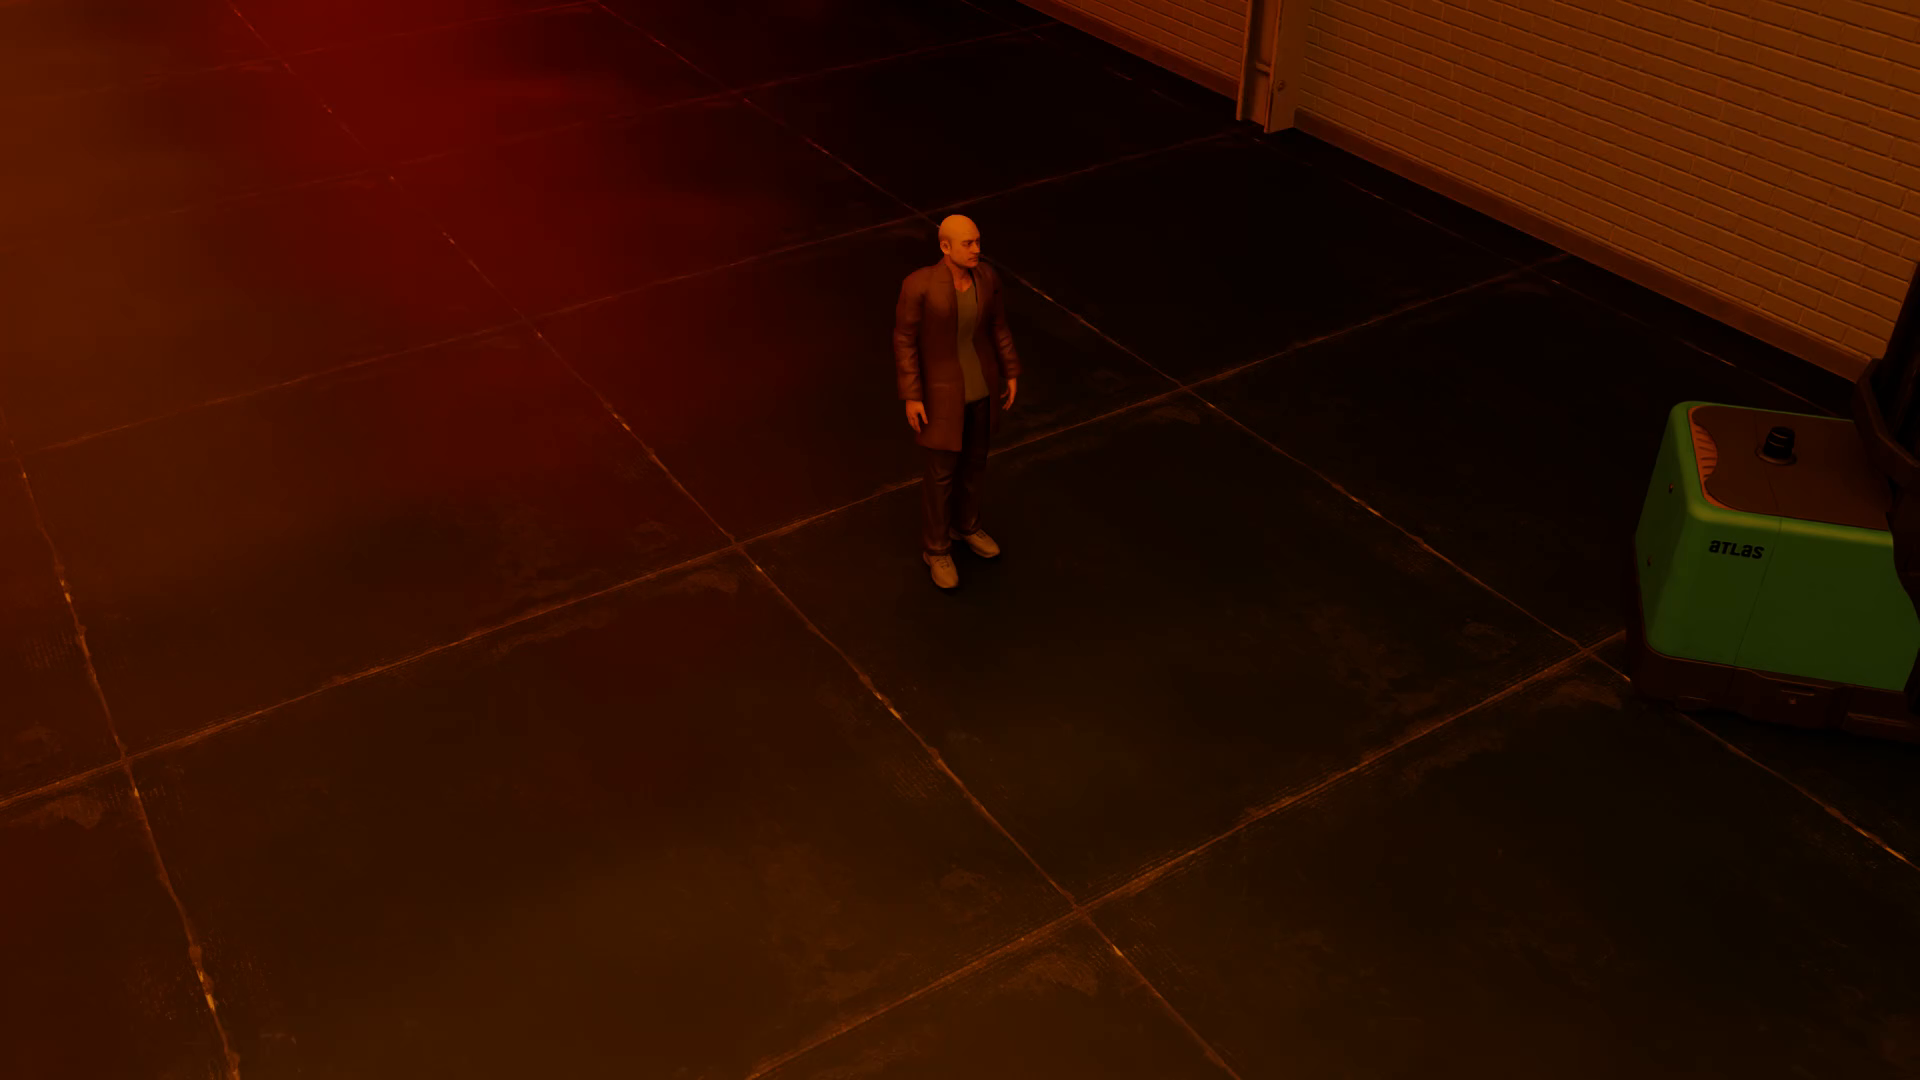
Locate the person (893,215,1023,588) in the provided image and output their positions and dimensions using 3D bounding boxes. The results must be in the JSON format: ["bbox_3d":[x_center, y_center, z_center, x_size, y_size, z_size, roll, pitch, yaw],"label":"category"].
[{"bbox_3d":[0.047,-0.667,8.132,0.698,1.726,0.579,-21,40,-27],"label":"person"}]

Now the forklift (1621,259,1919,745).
[{"bbox_3d":[4.660,-0.502,6.862,3.031,2.935,1.130,9,36,12],"label":"forklift"}]
